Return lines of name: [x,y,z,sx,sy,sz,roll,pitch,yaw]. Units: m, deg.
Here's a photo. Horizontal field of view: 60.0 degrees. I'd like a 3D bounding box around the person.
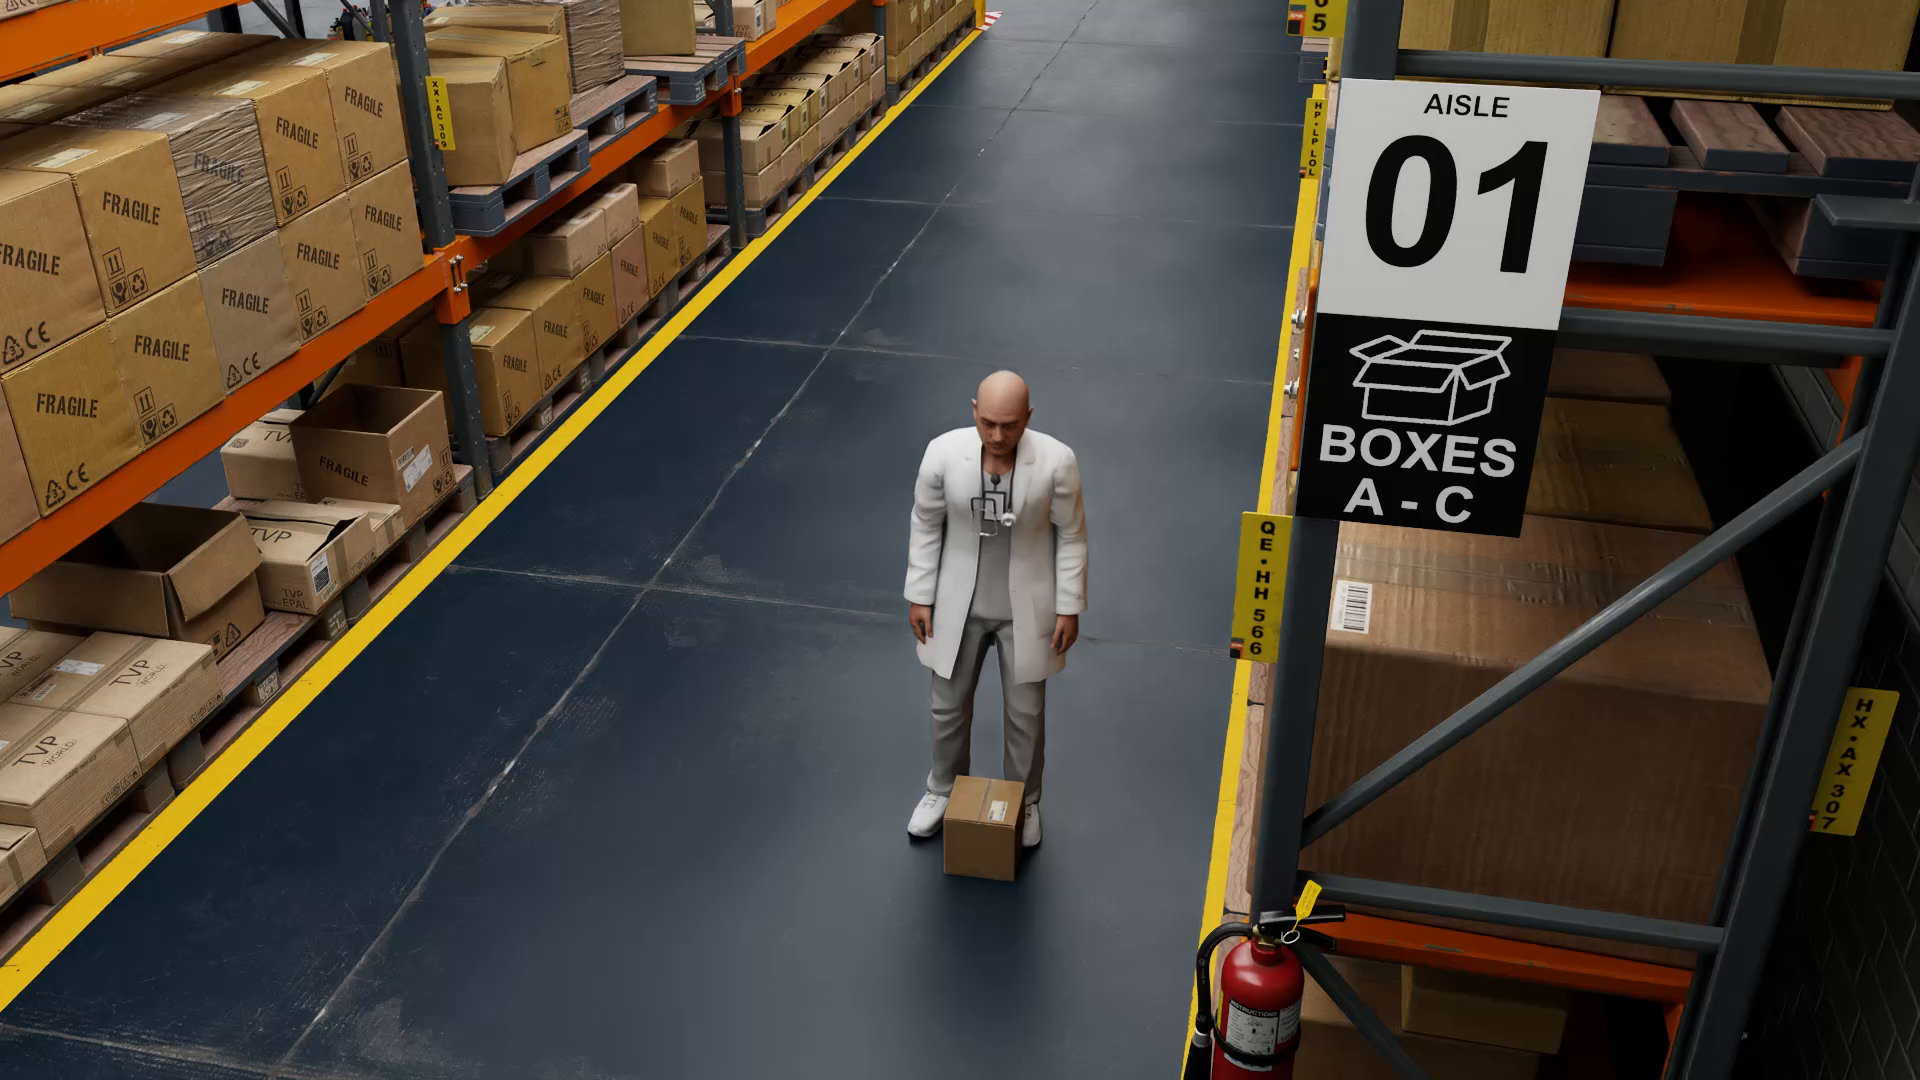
person: [0.121,0.231,5.713,0.635,1.773,0.427,4,29,8]
